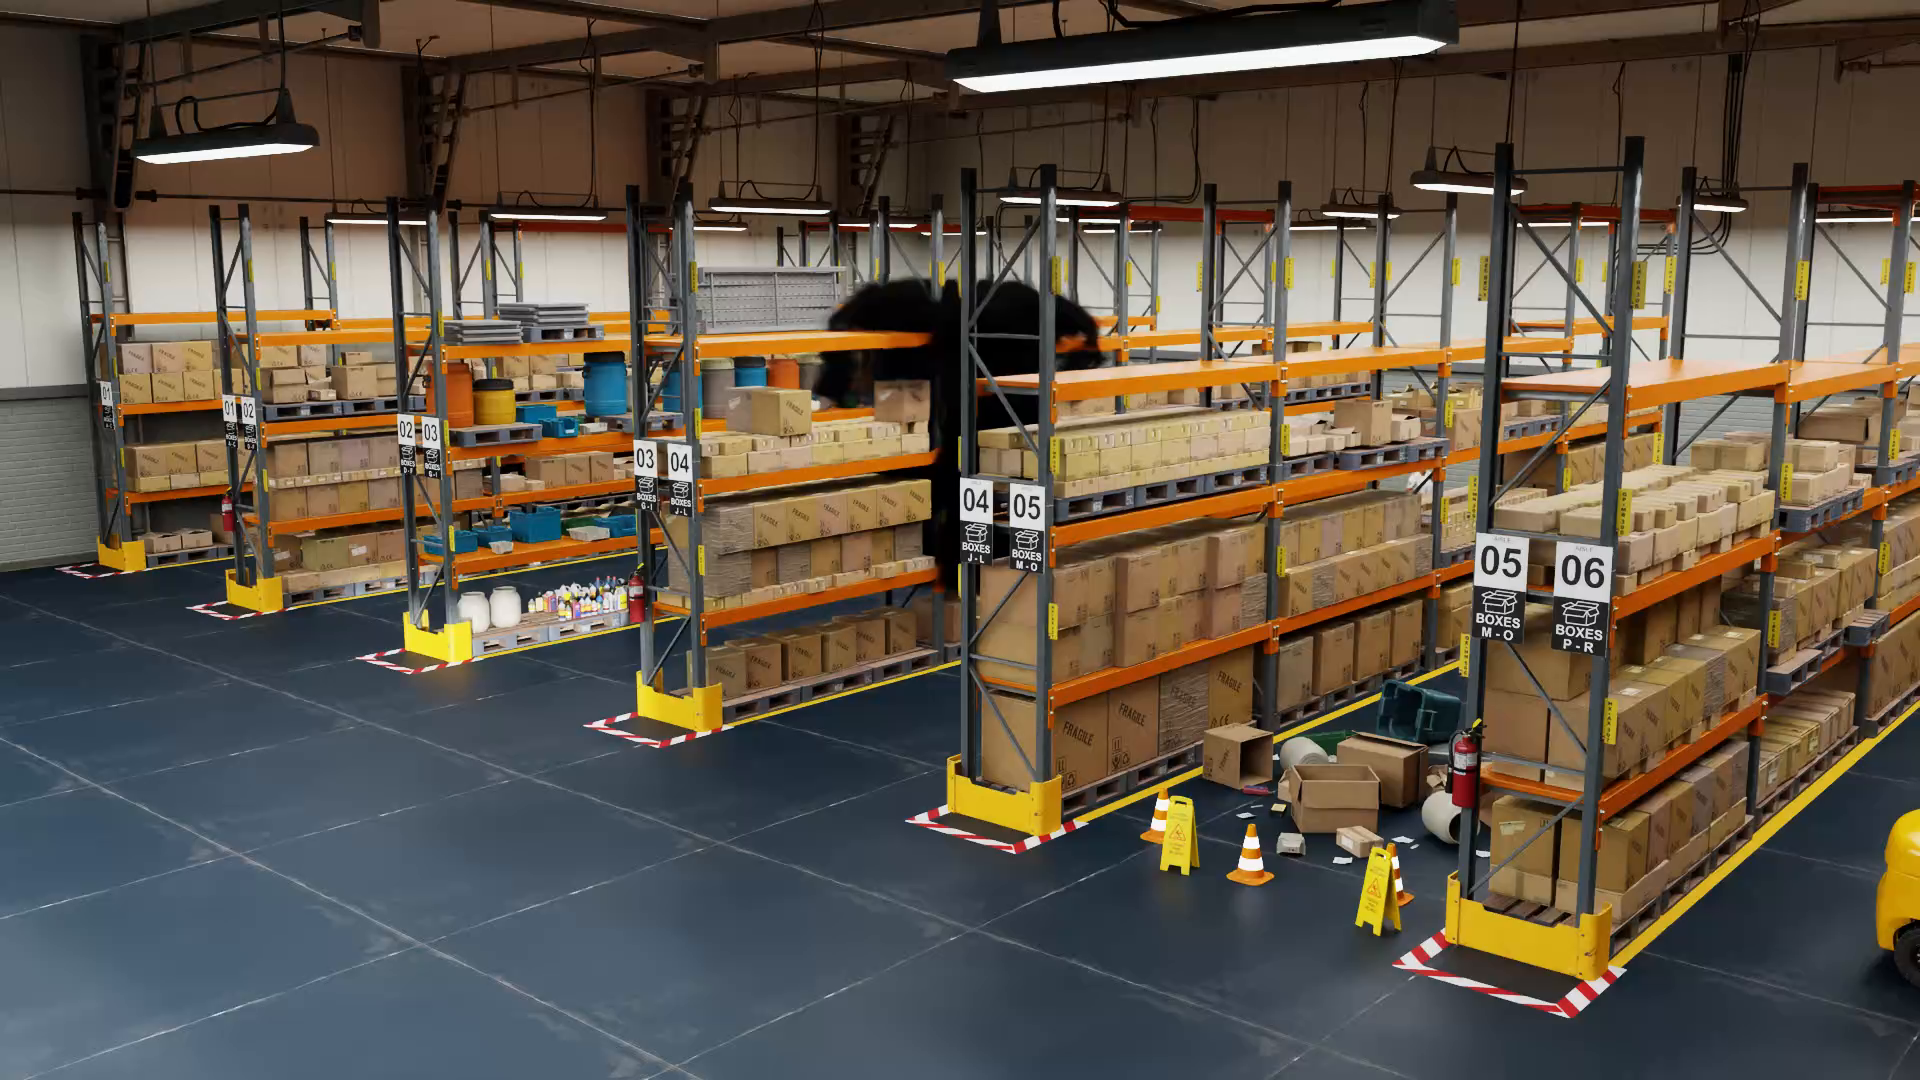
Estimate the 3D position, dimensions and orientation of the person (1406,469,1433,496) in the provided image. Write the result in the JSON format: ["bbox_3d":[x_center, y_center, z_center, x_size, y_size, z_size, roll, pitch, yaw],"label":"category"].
[{"bbox_3d":[8.445,-0.653,30.350,0.647,1.651,0.821,0,9,-3],"label":"person"}]
